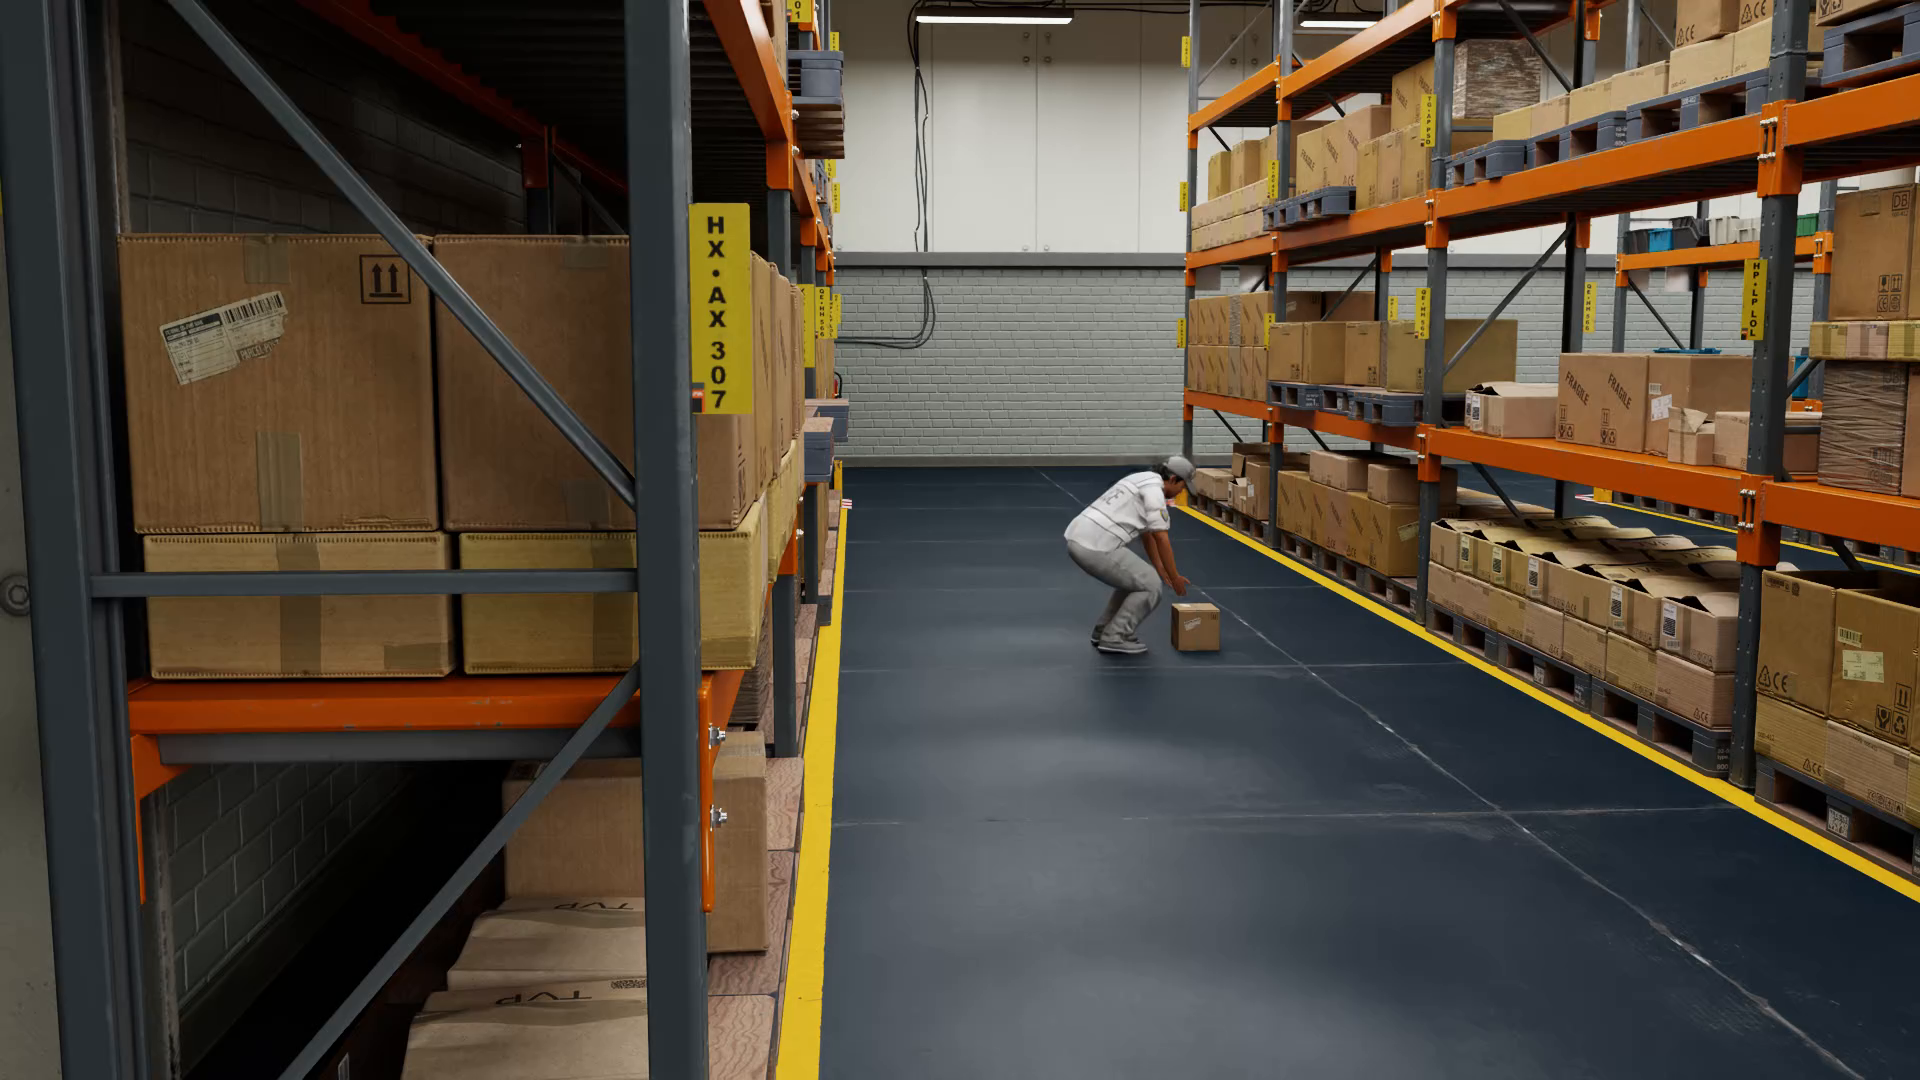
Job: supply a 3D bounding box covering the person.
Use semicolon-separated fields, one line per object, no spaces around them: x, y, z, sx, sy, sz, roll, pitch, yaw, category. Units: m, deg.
1.042;0.078;10.142;0.815;1.178;0.541;0;7;-4;person
